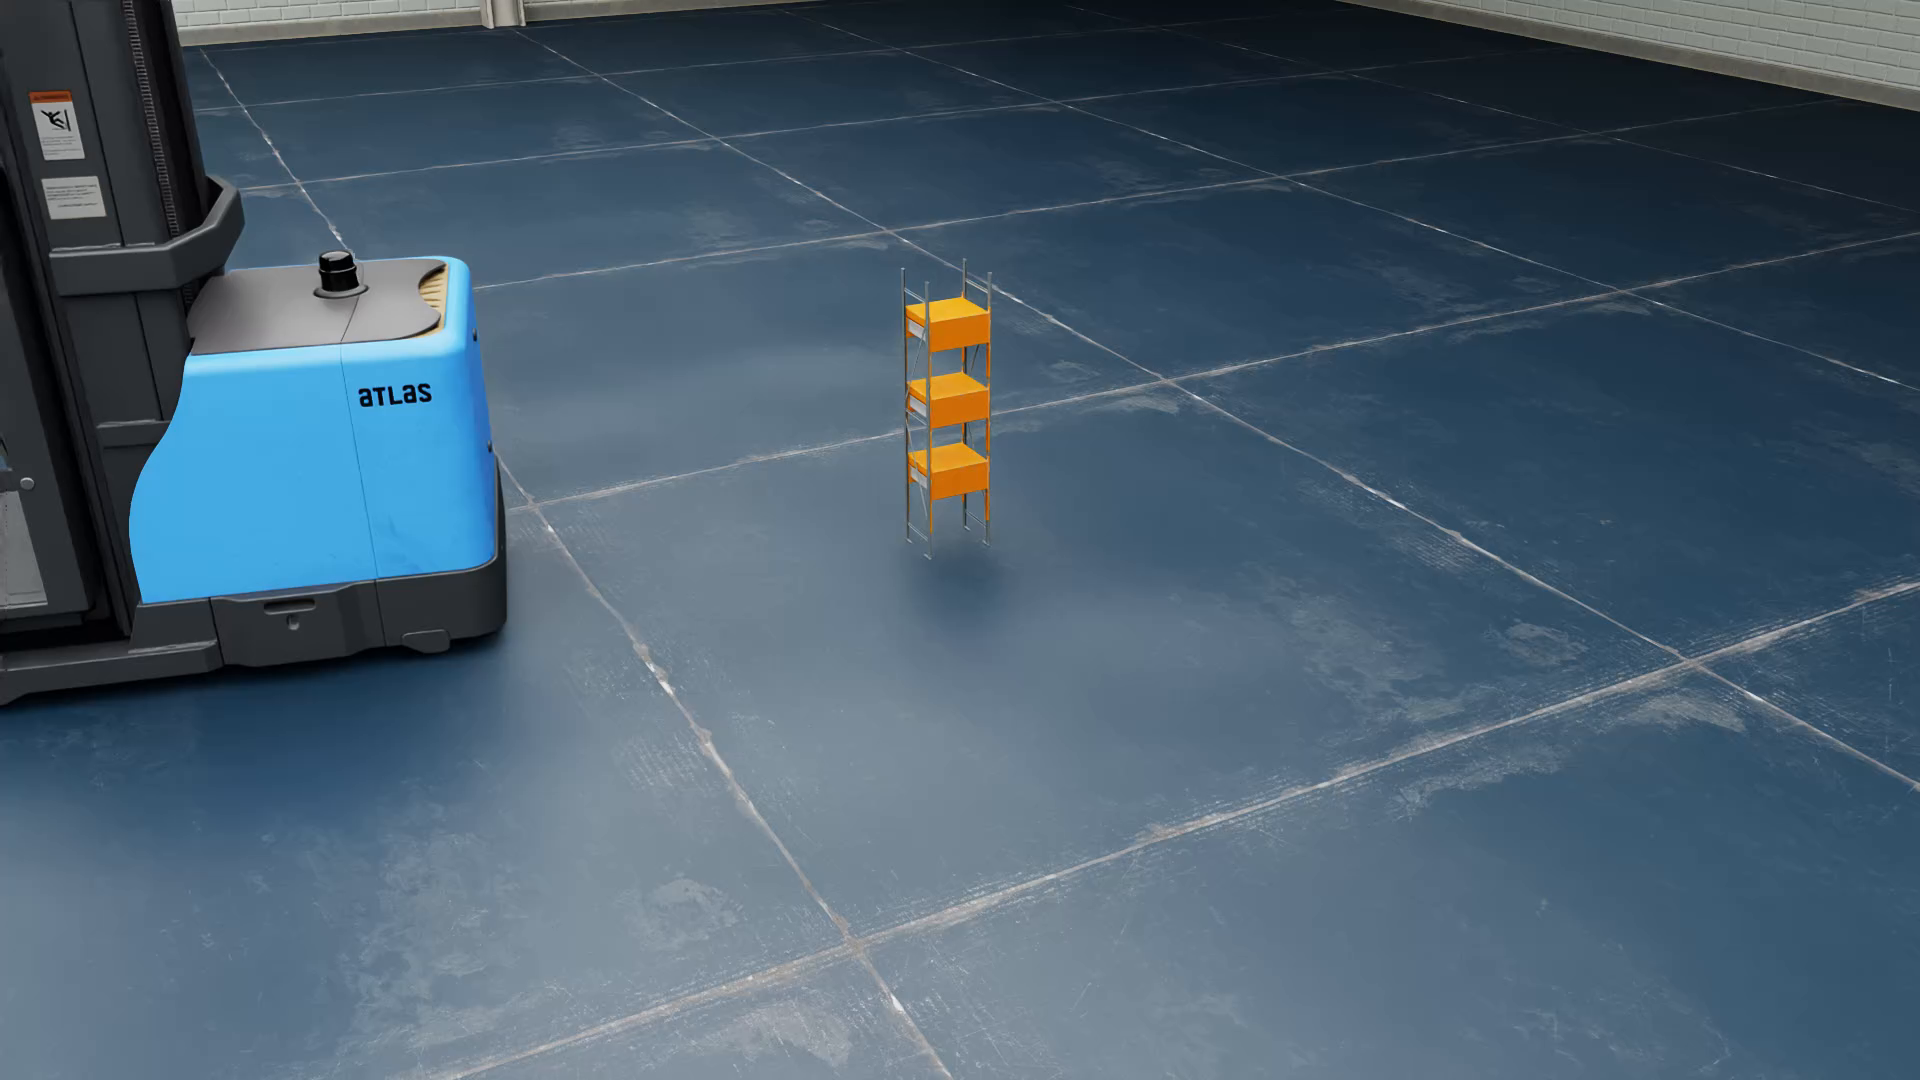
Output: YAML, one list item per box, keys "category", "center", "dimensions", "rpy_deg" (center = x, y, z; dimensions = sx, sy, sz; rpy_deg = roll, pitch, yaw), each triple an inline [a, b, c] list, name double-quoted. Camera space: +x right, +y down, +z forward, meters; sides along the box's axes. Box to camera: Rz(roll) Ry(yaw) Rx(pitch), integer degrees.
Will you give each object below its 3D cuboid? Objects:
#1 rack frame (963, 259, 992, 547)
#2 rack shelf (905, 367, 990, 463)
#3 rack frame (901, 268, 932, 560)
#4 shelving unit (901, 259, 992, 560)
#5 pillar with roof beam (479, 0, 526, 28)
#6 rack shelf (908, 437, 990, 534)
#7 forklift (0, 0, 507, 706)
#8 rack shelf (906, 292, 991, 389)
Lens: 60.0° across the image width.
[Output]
- category: "rack frame"
  center: [0.060, -0.487, 6.052]
  dimensions: [0.008, 1.050, 0.200]
  rpy_deg: [-13, 29, -25]
- category: "rack shelf"
  center: [-0.047, -0.453, 6.005]
  dimensions: [0.240, 0.259, 0.215]
  rpy_deg: [-13, 29, -25]
- category: "rack frame"
  center: [-0.155, -0.438, 5.948]
  dimensions: [0.008, 1.050, 0.200]
  rpy_deg: [-13, 29, -25]
- category: "shelving unit"
  center: [-0.047, -0.462, 6.000]
  dimensions: [0.252, 1.050, 0.215]
  rpy_deg: [-13, 29, -25]
- category: "pillar with roof beam"
  center: [-2.802, -7.865, 12.235]
  dimensions: [0.400, 9.000, 9.100]
  rpy_deg: [-13, 29, -25]
- category: "rack shelf"
  center: [-0.047, -0.202, 6.125]
  dimensions: [0.240, 0.259, 0.215]
  rpy_deg: [-13, 29, -25]
- category: "forklift"
  center: [-3.081, -1.011, 4.969]
  dimensions: [3.031, 2.935, 1.130]
  rpy_deg: [-6, 26, -13]
- category: "rack shelf"
  center: [-0.047, -0.709, 5.882]
  dimensions: [0.240, 0.259, 0.215]
  rpy_deg: [-13, 29, -25]
